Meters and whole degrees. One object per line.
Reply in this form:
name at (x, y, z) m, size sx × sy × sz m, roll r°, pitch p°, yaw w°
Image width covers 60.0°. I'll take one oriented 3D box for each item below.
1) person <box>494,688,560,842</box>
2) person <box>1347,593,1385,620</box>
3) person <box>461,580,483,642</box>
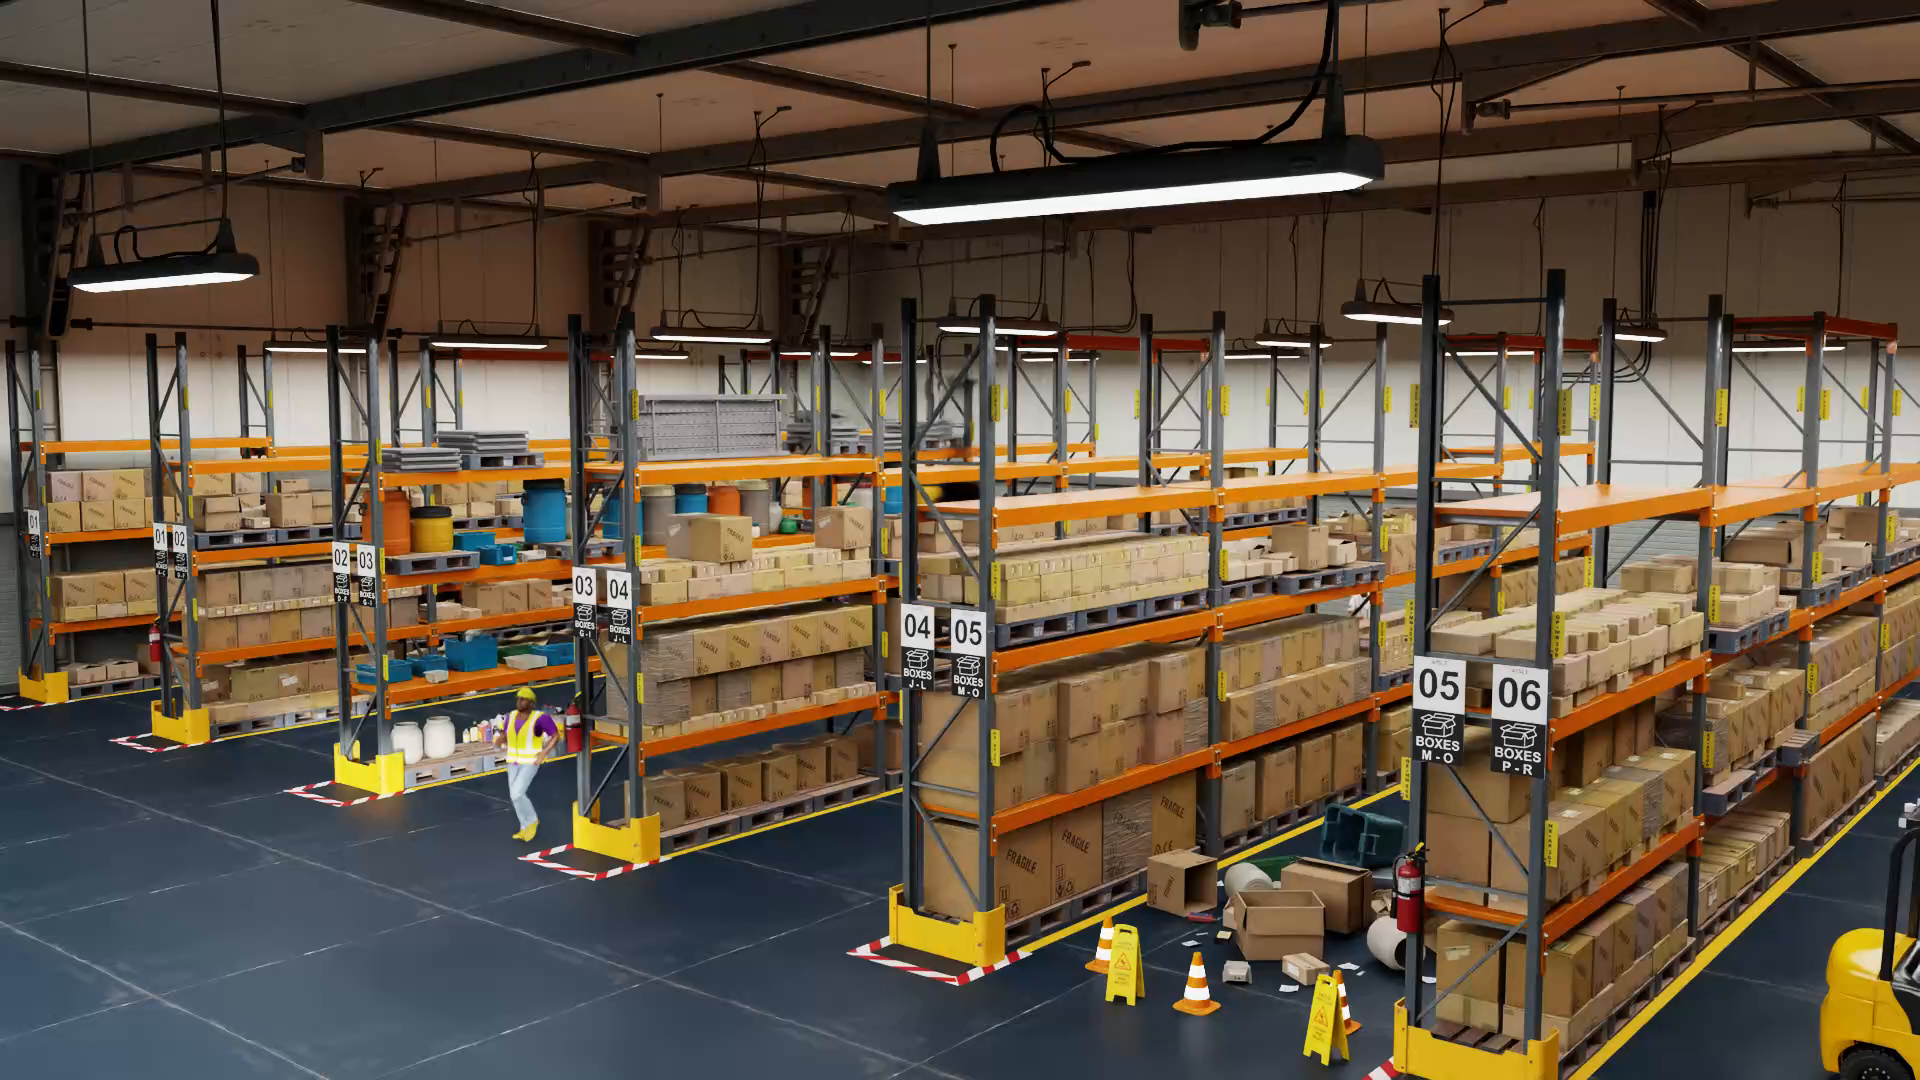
person at (-5.031, 2.576, 19.107) m, size 0.687 × 1.748 × 0.582 m, roll 2°, pitch 6°, yaw 23°
person at (7.365, 1.588, 30.152) m, size 0.682 × 1.776 × 0.921 m, roll 1°, pitch 5°, yaw 11°
person at (-8.941, 1.548, 30.843) m, size 0.718 × 1.773 × 1.002 m, roll 4°, pitch 6°, yaw 34°
